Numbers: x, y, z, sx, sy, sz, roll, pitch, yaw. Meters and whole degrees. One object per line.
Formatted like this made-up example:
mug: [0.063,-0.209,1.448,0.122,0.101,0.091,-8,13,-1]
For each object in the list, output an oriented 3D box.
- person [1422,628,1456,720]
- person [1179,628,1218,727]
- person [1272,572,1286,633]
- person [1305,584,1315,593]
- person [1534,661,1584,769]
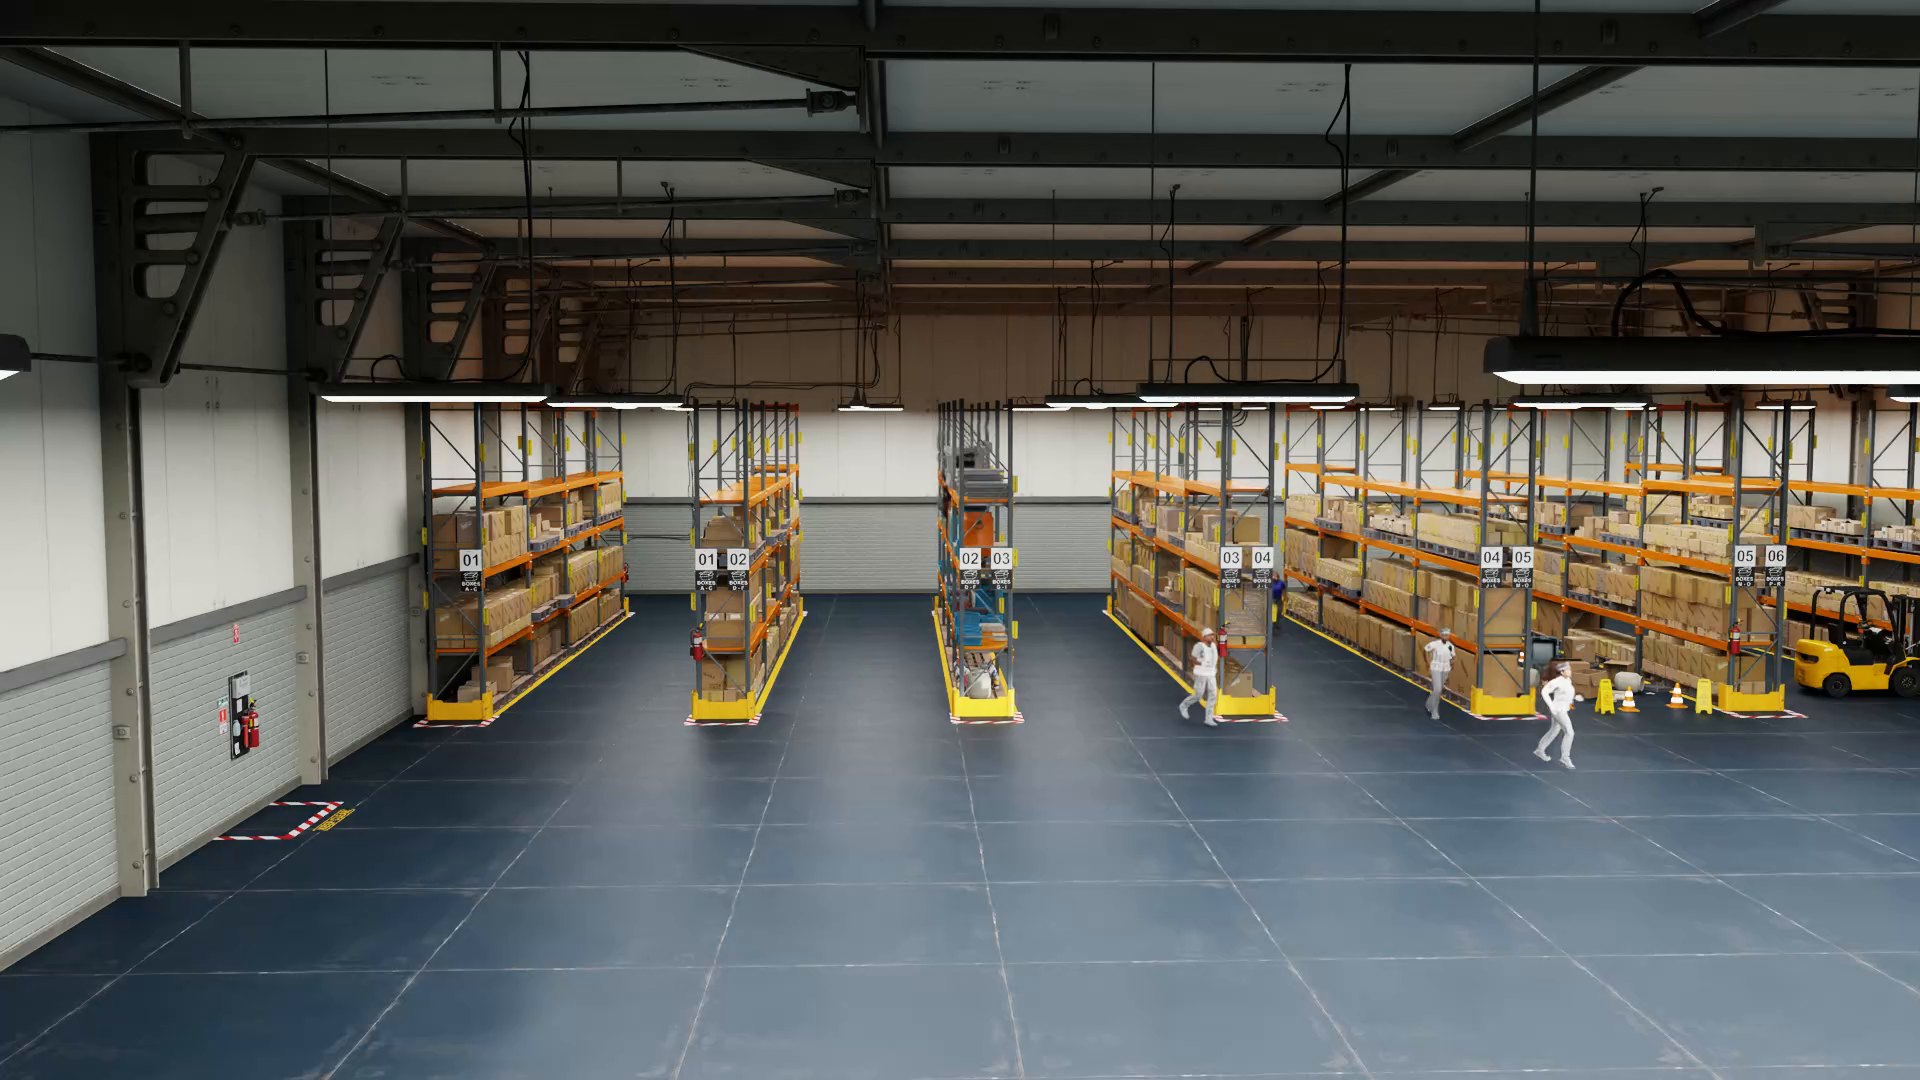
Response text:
person: [9.088,2.509,31.501,0.585,1.736,0.775,-1,4,-13]
person: [4.500,2.511,30.726,0.690,1.784,0.879,-3,5,-38]
person: [8.288,1.628,43.707,0.605,1.617,0.670,0,4,-6]
person: [10.401,1.194,49.081,0.543,1.597,0.816,2,5,28]
person: [9.751,2.824,27.075,0.743,1.749,0.606,3,5,36]
